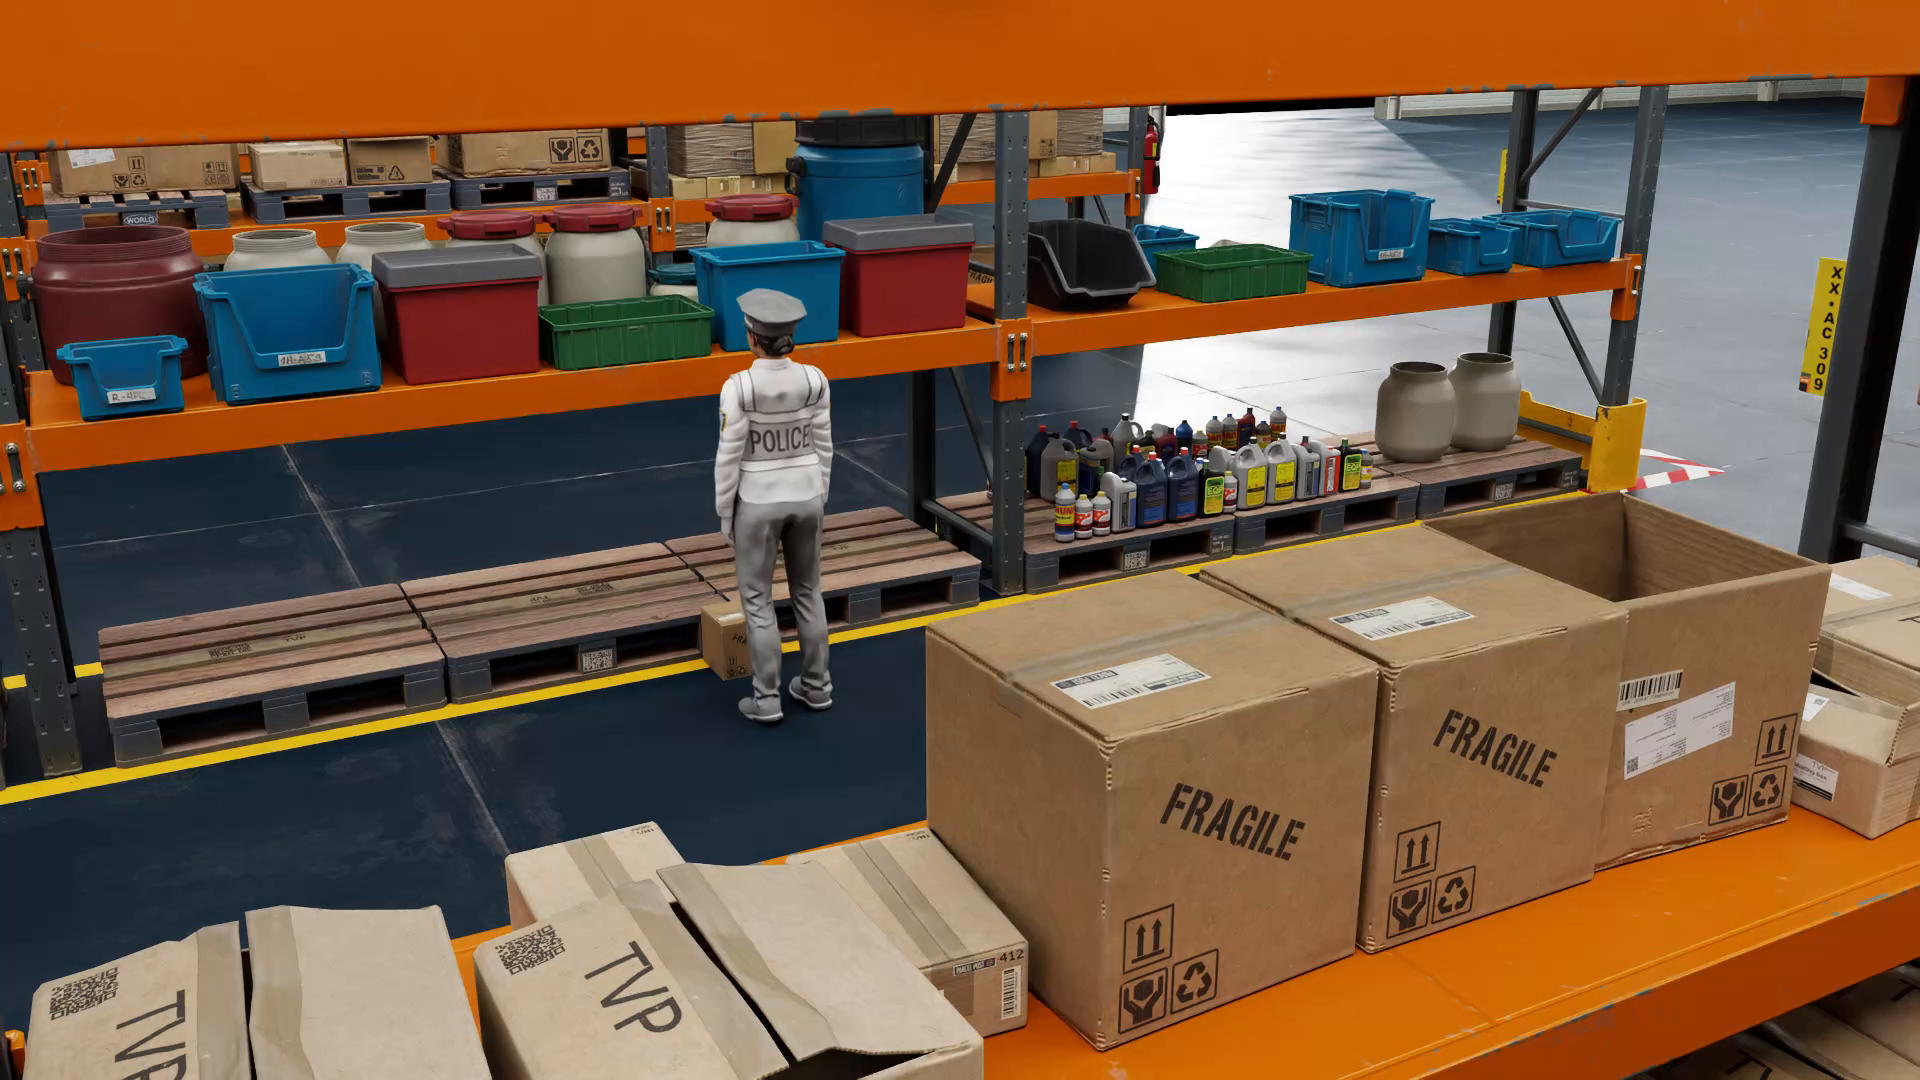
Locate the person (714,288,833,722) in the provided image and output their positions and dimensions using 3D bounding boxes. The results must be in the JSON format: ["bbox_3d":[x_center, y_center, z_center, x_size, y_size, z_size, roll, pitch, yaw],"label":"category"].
[{"bbox_3d":[-0.710,-0.117,6.417,0.447,1.701,0.343,-9,21,-25],"label":"person"}]
